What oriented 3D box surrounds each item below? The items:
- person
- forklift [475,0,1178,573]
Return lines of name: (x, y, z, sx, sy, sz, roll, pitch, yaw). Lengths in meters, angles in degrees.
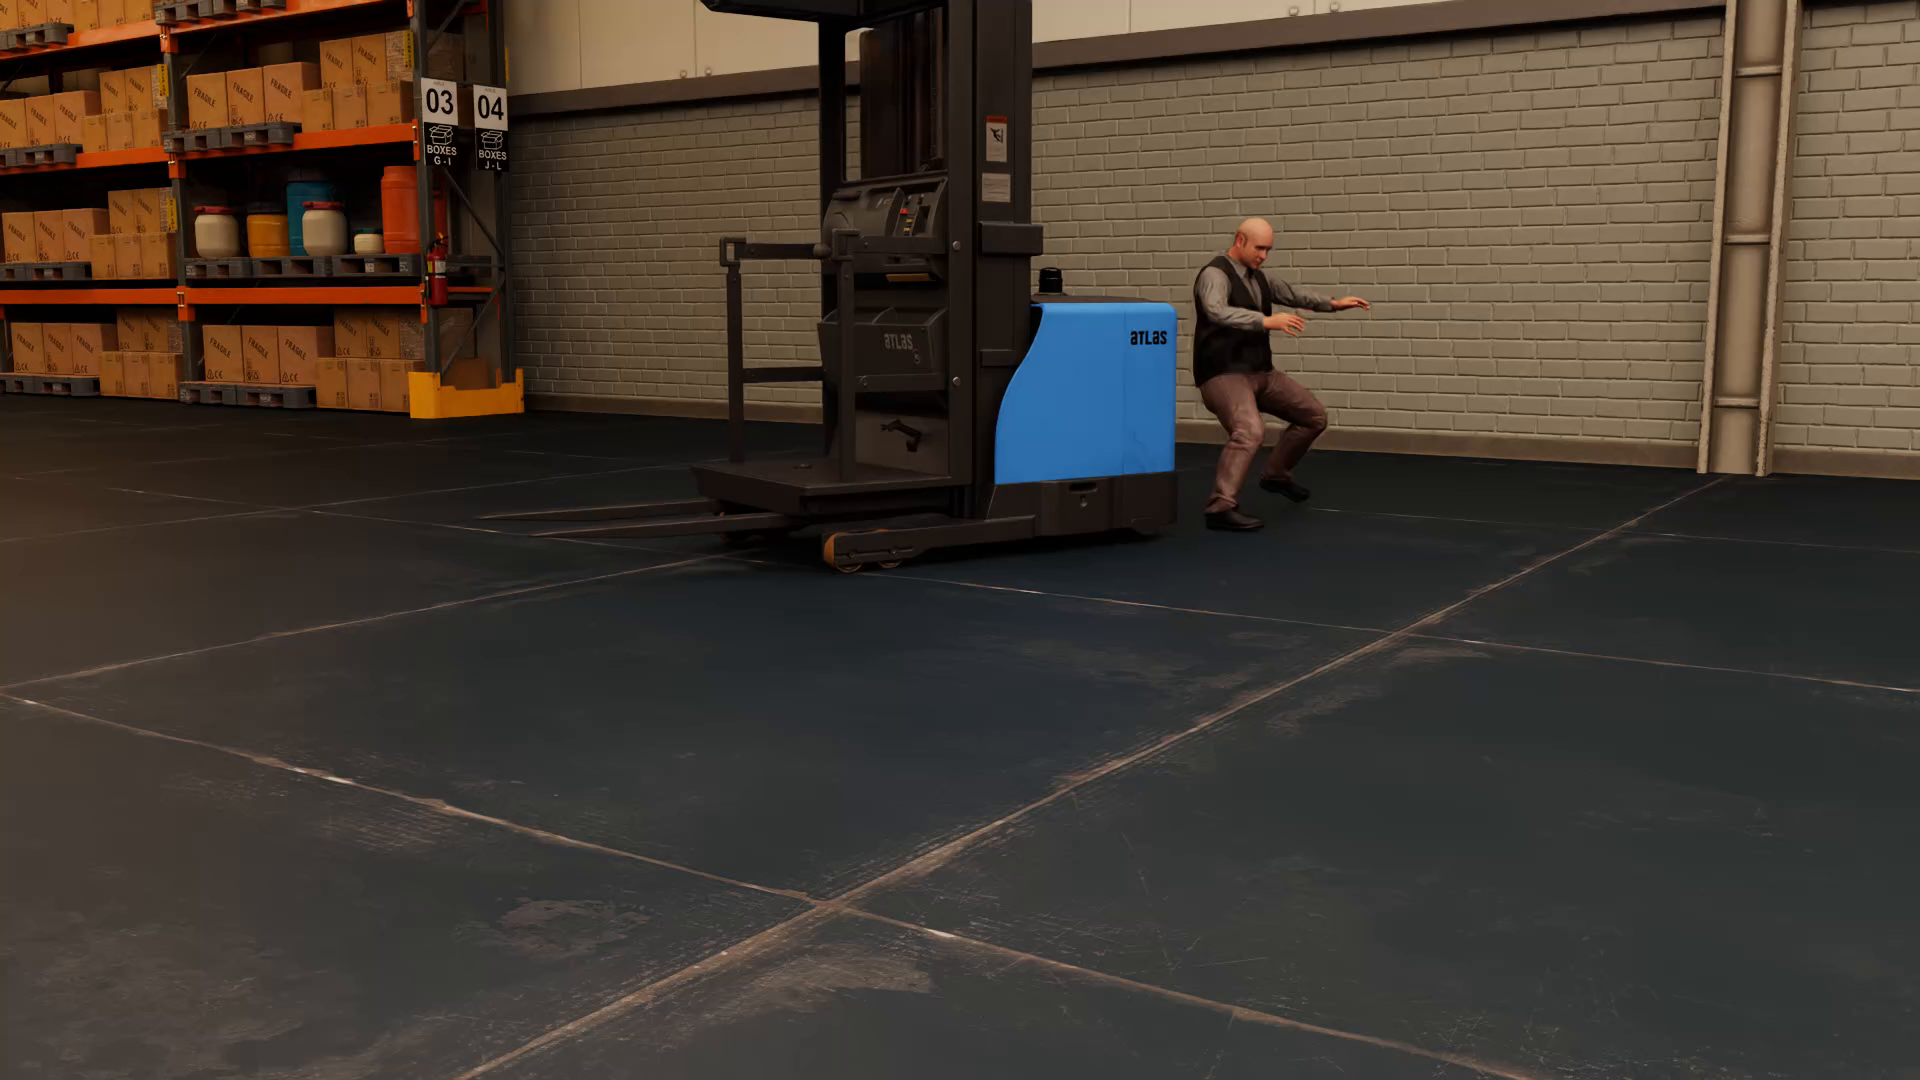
person: (1.539, -0.861, 8.359, 0.711, 1.495, 1.214, 8, 11, 43)
forklift: (-0.507, -1.403, 7.061, 3.031, 2.935, 1.130, -5, 10, -33)
